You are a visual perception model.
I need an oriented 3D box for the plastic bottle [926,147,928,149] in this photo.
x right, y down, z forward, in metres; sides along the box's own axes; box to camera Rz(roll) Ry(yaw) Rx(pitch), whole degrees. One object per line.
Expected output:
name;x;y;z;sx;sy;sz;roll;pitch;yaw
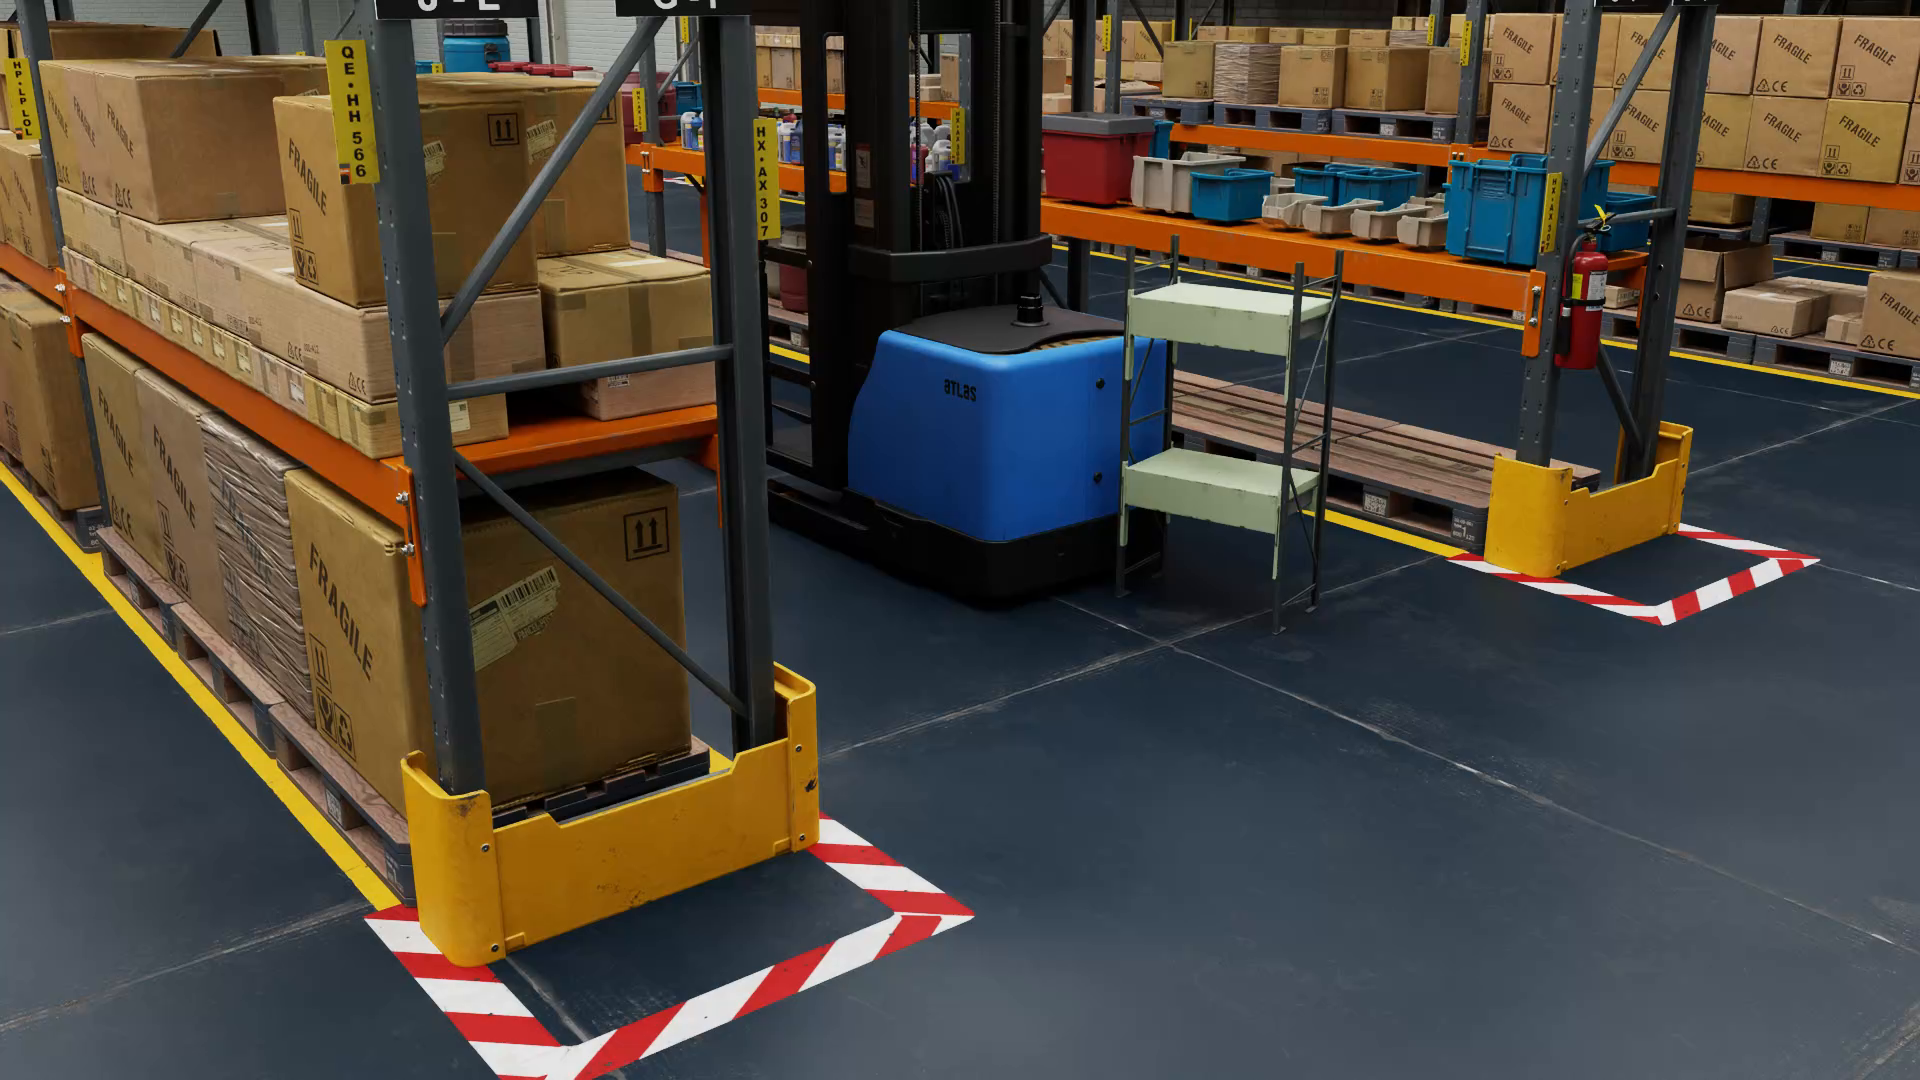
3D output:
plastic bottle;-0.222;-2.450;10.807;0.097;0.201;0.097;0;18;0

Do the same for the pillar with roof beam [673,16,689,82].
pillar with roof beam;-8.981;-12.243;30.521;9.100;9.000;0.400;-14;23;-36

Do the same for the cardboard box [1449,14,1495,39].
cardboard box;5.796;-5.696;18.435;0.500;0.250;0.500;-13;23;-35

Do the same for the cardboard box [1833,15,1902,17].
cardboard box;6.079;-3.306;11.326;0.500;0.500;0.500;-14;23;-35

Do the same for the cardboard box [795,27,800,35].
cardboard box;-1.571;-6.348;20.039;0.700;0.500;0.500;-14;23;-36

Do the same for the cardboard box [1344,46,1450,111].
cardboard box;3.706;-3.922;14.107;0.700;0.500;0.500;-10;21;-28

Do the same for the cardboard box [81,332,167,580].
cardboard box;-3.119;-0.438;7.124;0.875;0.875;0.875;-14;23;-36

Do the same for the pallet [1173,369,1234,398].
pallet;0.903;-0.894;10.228;1.003;0.211;1.213;-14;23;-36

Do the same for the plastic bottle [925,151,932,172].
plastic bottle;-0.175;-2.355;10.518;0.097;0.201;0.097;0;18;0

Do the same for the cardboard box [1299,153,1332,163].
cardboard box;4.651;-4.767;20.763;0.700;0.500;0.500;-14;23;-36

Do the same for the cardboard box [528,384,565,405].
cardboard box;-1.105;-0.535;5.106;0.380;0.149;0.250;-14;23;-37

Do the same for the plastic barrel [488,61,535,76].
plastic barrel;-4.129;-4.149;15.404;0.433;0.535;0.433;0;18;0

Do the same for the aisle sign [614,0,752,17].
aisle sign;-0.703;-1.714;4.132;0.394;0.787;0.004;-14;23;-36

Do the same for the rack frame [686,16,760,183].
rack frame;-3.149;-6.315;22.160;1.000;3.000;0.127;-14;23;-36

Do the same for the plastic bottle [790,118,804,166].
plastic bottle;-1.095;-2.802;11.632;0.144;0.351;0.185;-14;23;-36

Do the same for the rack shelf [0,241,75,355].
rack shelf;-4.708;-1.576;8.996;1.077;0.370;4.000;-14;23;-36

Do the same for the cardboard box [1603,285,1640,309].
cardboard box;4.937;-1.865;12.529;0.380;0.166;0.250;-14;23;-36

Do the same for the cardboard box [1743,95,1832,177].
cardboard box;5.663;-2.728;11.169;0.500;0.500;0.500;-14;23;-36

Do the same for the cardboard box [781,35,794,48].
cardboard box;-1.957;-6.087;20.284;0.380;0.149;0.250;-13;22;-34

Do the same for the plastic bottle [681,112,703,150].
plastic bottle;-2.052;-3.149;12.797;0.152;0.276;0.135;-14;23;-36

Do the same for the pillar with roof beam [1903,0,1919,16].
pillar with roof beam;5.920;-6.329;12.661;9.100;9.000;0.400;-14;23;-36

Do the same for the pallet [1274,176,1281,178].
pallet;4.461;-4.480;21.058;1.003;0.211;1.213;-14;23;-36

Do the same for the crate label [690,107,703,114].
crate label;-2.035;-3.475;13.851;0.303;0.233;0.416;-14;23;-36

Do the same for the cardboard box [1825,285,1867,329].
cardboard box;6.359;-1.588;11.561;0.500;0.250;0.500;-14;23;-36

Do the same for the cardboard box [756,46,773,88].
cardboard box;-2.236;-5.992;21.029;0.700;0.500;0.500;-14;23;-36

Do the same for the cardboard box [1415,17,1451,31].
cardboard box;5.461;-5.954;19.182;0.250;0.149;0.380;17;25;41

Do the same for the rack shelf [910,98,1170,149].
rack shelf;0.576;-4.495;17.808;1.077;0.370;4.000;-14;23;-36

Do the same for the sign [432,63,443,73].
sign;-4.989;-4.390;15.907;0.100;0.325;0.005;-14;23;-36

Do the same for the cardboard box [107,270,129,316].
cardboard box;-3.052;-0.974;6.432;0.380;0.149;0.250;-15;23;-38

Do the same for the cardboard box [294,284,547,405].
cardboard box;-1.492;-0.577;4.599;0.500;0.250;0.500;-14;23;-37

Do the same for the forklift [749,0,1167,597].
forklift;-0.389;-1.547;7.872;1.130;2.935;3.031;-14;23;-36

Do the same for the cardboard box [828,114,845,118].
cardboard box;-1.641;-5.123;21.077;0.500;0.500;0.500;-14;23;-36

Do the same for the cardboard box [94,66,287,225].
cardboard box;-2.743;-1.433;5.991;0.500;0.500;0.500;-15;23;-38

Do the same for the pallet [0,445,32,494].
pallet;-4.766;-0.578;9.271;1.003;0.211;1.213;-14;23;-36

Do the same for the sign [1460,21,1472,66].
sign;3.869;-3.798;12.719;0.100;0.325;0.005;-14;23;-36

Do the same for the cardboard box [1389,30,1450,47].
cardboard box;5.399;-5.681;19.389;0.500;0.500;0.700;17;25;42

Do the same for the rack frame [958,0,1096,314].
rack frame;0.416;-2.392;10.314;1.000;3.000;0.127;-14;23;-36

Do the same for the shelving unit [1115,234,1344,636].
shelving unit;1.087;-0.446;6.822;0.755;1.500;0.431;13;22;34

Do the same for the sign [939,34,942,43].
sign;-0.246;-5.949;19.341;0.100;0.325;0.005;-14;23;-36

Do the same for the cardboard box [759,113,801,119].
cardboard box;-2.358;-5.145;21.143;0.500;0.500;0.500;-14;23;-36

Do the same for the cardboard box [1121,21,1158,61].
cardboard box;2.365;-6.769;22.546;0.500;0.500;0.500;-14;23;-36

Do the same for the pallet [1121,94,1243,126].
pallet;2.294;-4.099;15.774;1.213;0.211;1.003;-14;23;-36

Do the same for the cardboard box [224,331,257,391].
cardboard box;-2.097;-0.595;5.287;0.380;0.149;0.250;-15;23;-37

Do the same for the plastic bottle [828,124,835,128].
plastic bottle;-0.979;-3.058;12.641;0.097;0.201;0.097;0;18;0

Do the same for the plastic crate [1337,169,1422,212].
plastic crate;2.187;-1.805;8.711;0.416;0.233;0.300;-14;23;-36

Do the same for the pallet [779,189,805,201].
pallet;-1.888;-4.510;21.147;1.003;0.211;1.213;-14;23;-36

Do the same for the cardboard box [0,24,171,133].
cardboard box;-4.286;-2.276;8.209;0.797;0.503;0.637;-14;23;-36

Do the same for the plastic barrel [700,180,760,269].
plastic barrel;-1.750;-2.429;13.211;0.600;0.830;0.708;-14;23;-36

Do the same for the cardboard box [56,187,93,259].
cardboard box;-3.380;-1.328;6.867;0.500;0.250;0.500;-14;23;-37

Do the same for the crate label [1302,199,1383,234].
crate label;1.891;-1.613;8.286;0.396;0.136;0.243;-14;23;-36

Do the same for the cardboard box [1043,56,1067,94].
cardboard box;0.763;-4.801;17.430;0.500;0.500;0.500;-16;24;-39

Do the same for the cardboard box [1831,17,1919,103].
cardboard box;5.979;-3.074;10.625;0.500;0.500;0.500;-13;22;-35
